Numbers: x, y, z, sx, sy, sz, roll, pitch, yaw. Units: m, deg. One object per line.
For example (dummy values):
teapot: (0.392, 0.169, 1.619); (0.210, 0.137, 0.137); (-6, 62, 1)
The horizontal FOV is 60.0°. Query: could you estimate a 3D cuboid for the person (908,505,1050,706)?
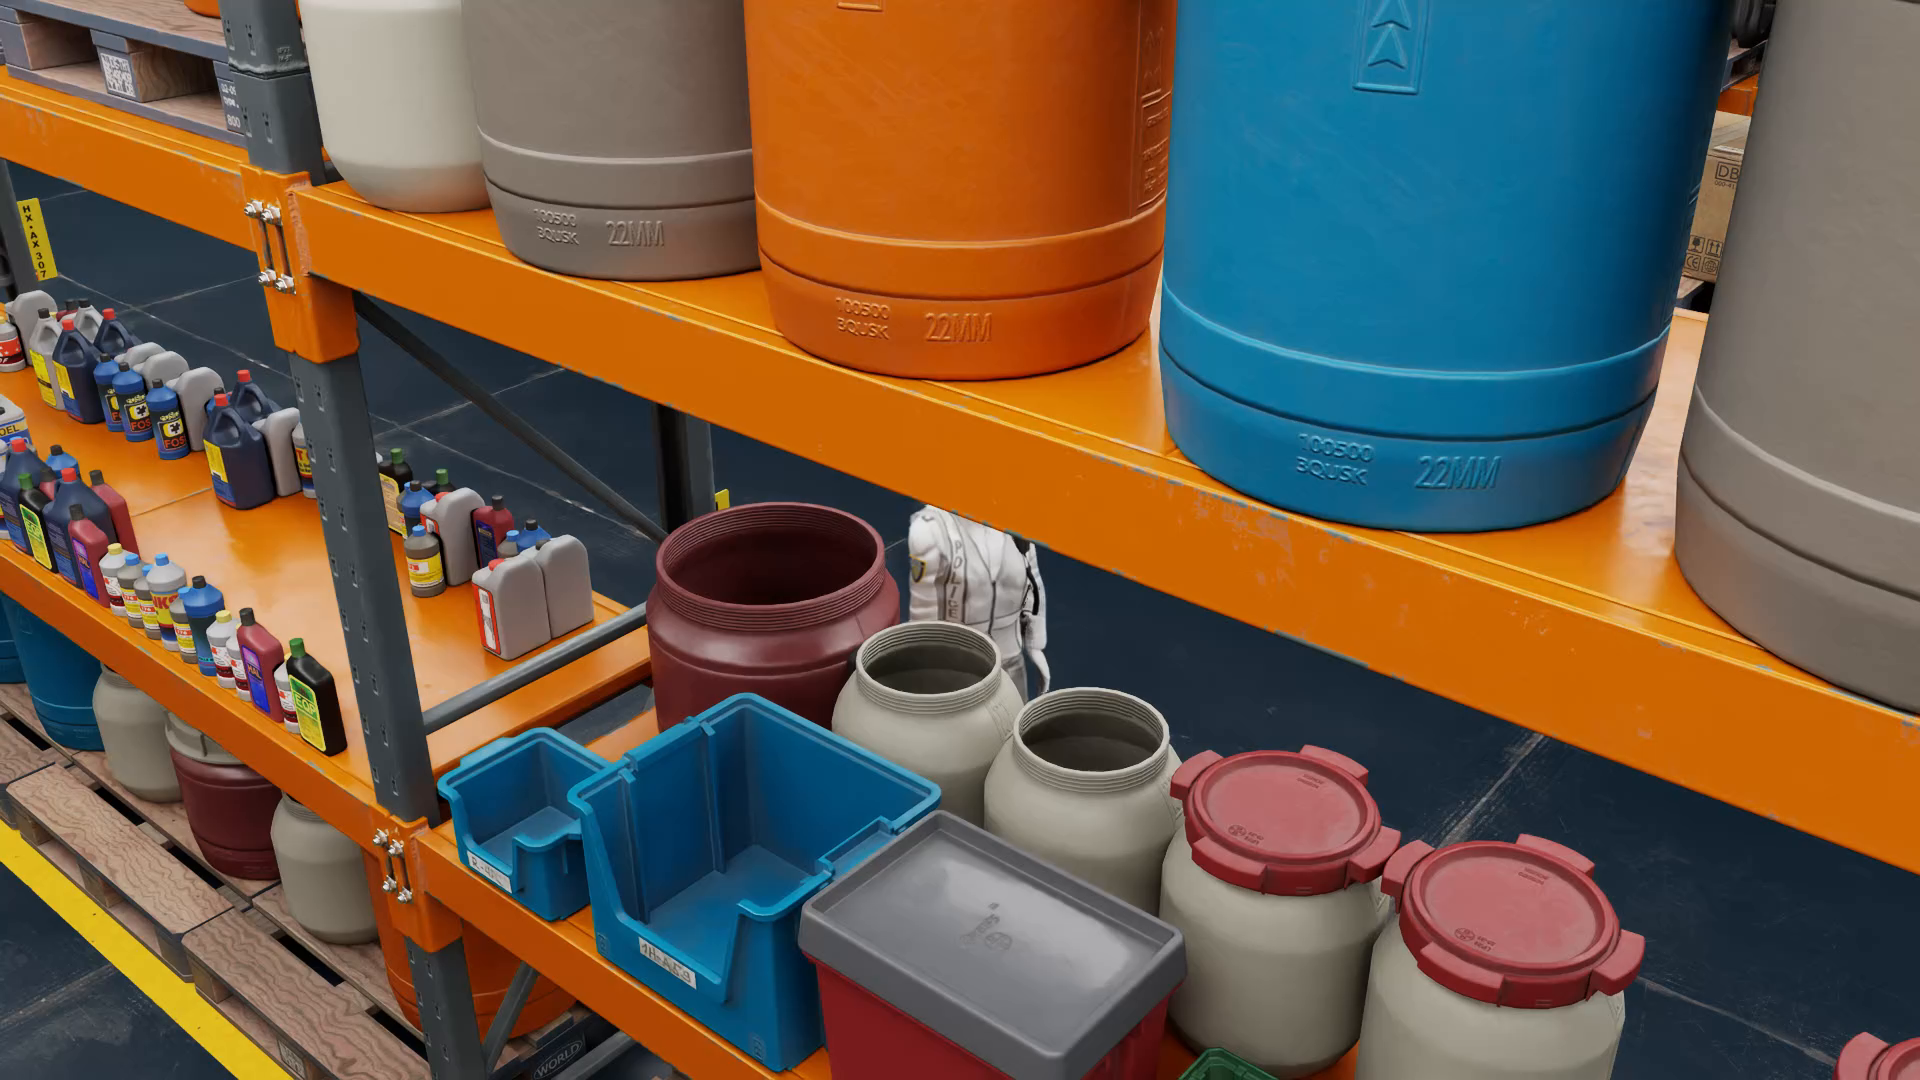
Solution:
person: (0.065, 0.399, 5.375); (0.482, 1.654, 0.366); (-16, 32, -28)
